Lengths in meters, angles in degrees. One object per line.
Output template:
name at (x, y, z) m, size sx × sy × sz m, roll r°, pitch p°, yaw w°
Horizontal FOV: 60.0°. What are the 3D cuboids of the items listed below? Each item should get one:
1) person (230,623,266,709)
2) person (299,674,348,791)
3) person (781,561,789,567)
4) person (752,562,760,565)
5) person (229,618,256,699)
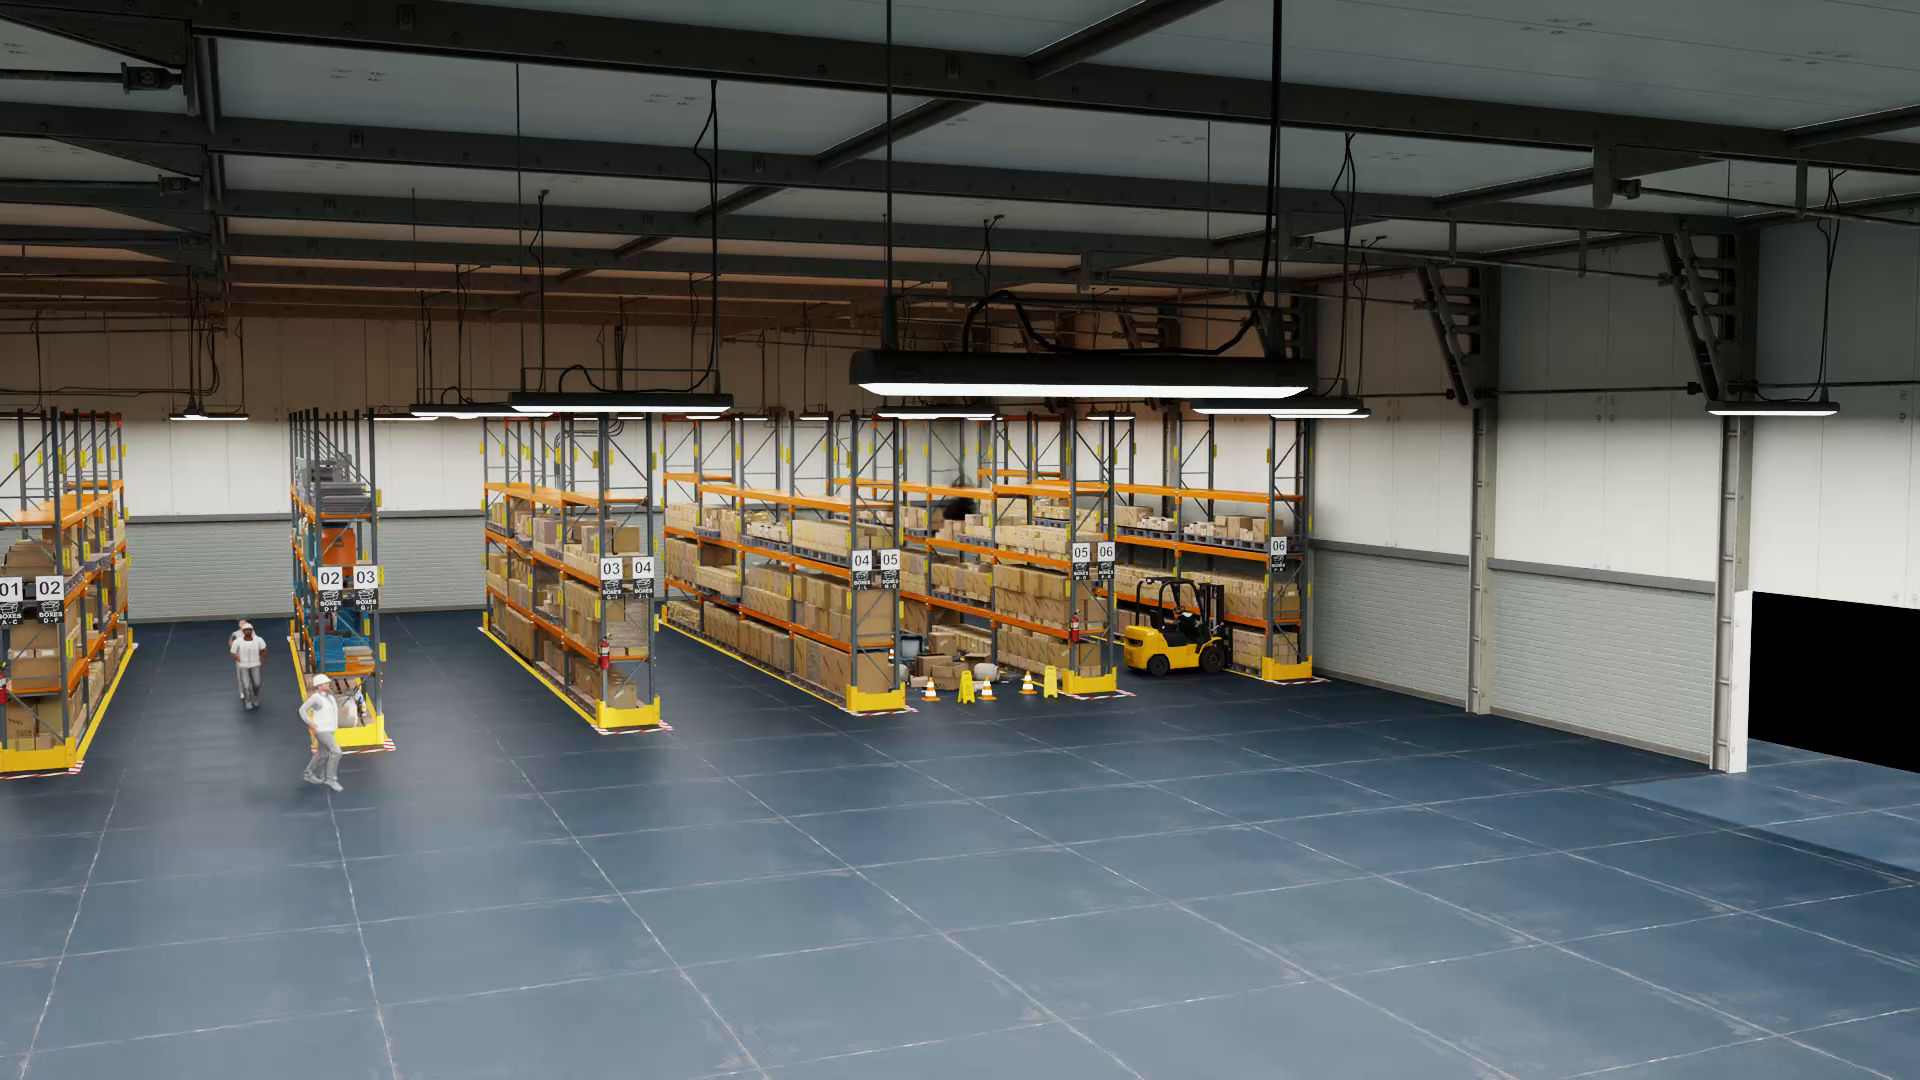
person at (-14.209, 2.522, 33.246) m, size 0.670 × 1.721 × 0.512 m, roll -2°, pitch 4°, yaw -27°
person at (-9.959, 3.015, 26.047) m, size 0.764 × 1.831 × 0.630 m, roll 0°, pitch 4°, yaw 1°
person at (-5.298, 1.287, 50.788) m, size 1.037 × 1.798 × 0.702 m, roll -1°, pitch 4°, yaw -18°
person at (-5.804, 1.456, 47.283) m, size 0.661 × 1.677 × 0.799 m, roll -2°, pitch 5°, yaw -28°
person at (-14.970, 2.450, 34.760) m, size 0.593 × 1.645 × 0.907 m, roll -1°, pitch 4°, yaw -17°
